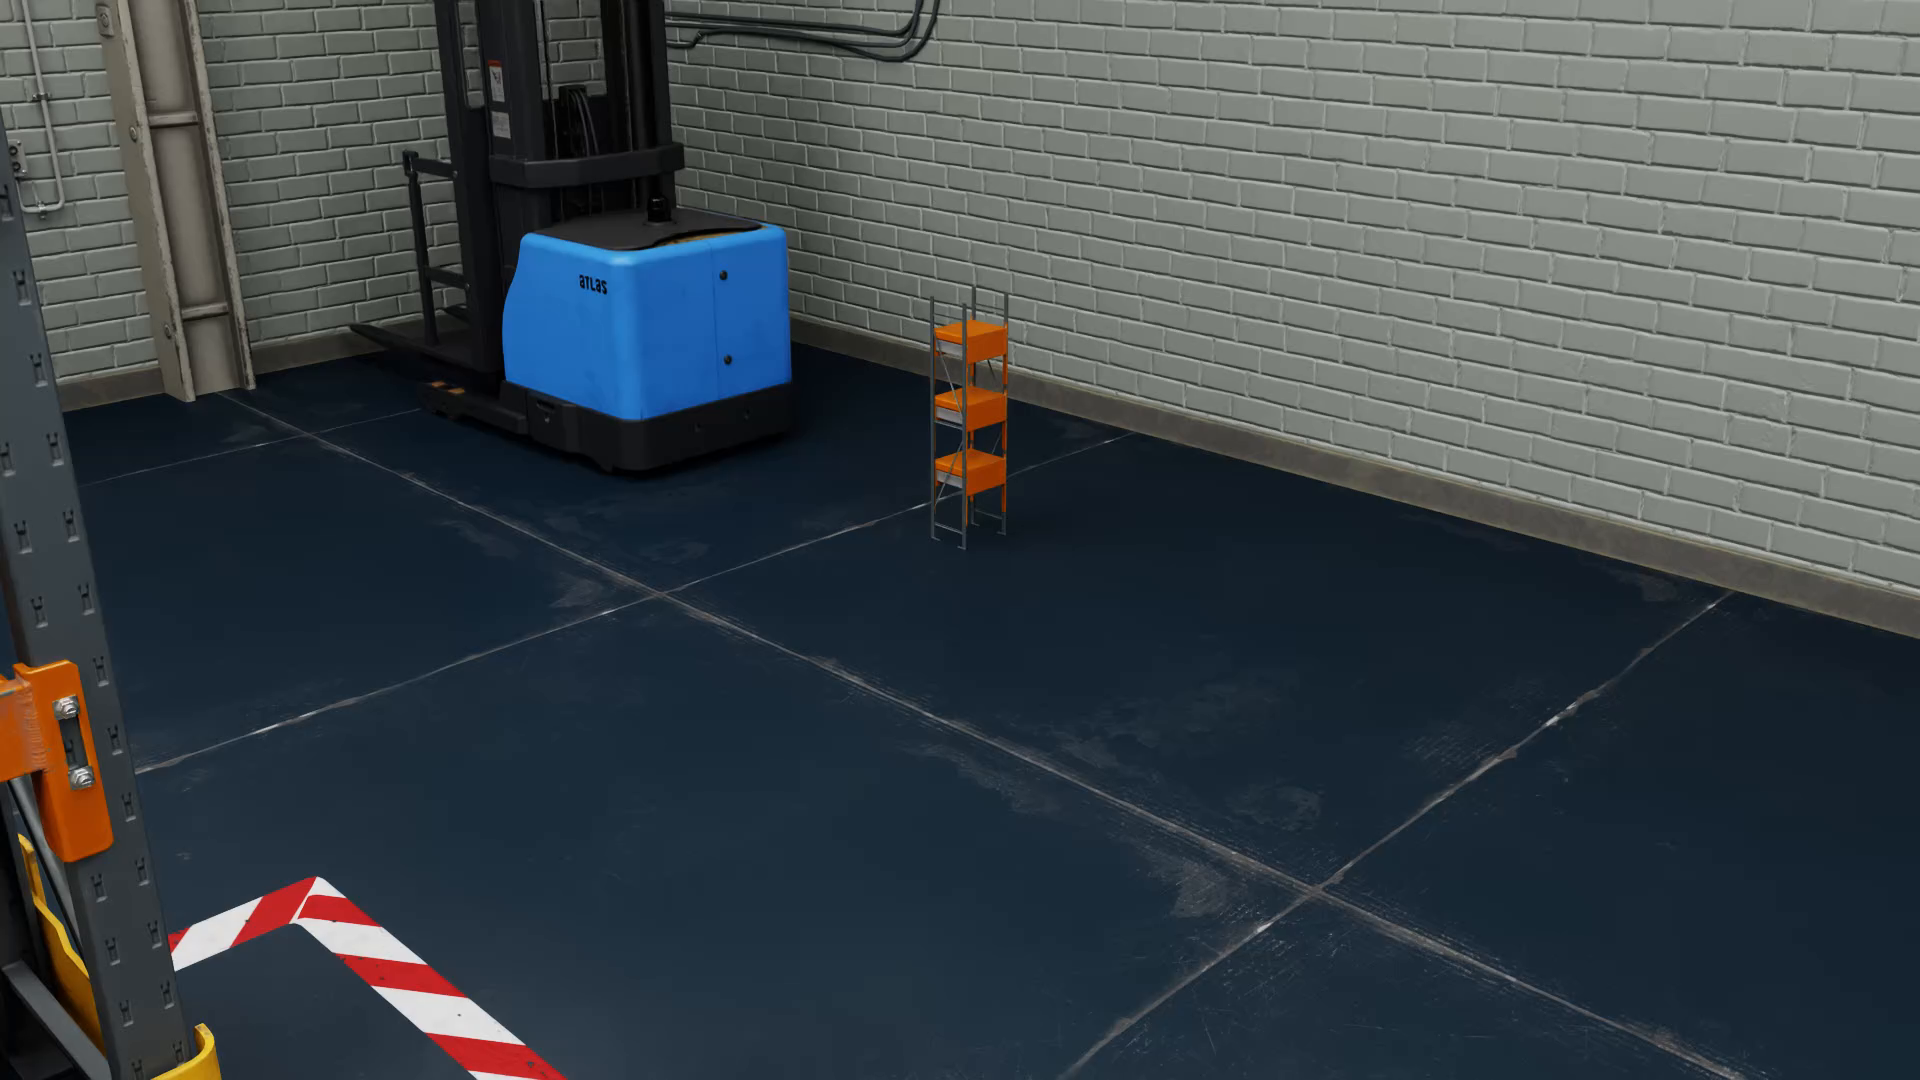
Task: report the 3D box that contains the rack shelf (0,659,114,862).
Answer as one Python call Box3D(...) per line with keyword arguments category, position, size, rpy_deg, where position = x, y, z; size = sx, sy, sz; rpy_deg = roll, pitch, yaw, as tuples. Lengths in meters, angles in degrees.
Box3D(category="rack shelf", position=(-3.277, 0.763, 1.911), size=(1.077, 0.370, 4.000), rpy_deg=(19, 28, 41))

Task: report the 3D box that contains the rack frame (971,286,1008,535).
Box3D(category="rack frame", position=(0.122, -0.535, 7.004), size=(0.200, 1.050, 0.008), rpy_deg=(19, 28, 41))

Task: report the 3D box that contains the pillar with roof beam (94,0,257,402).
Box3D(category="pillar with roof beam", position=(-1.085, -3.959, 4.833), size=(9.100, 9.000, 0.400), rpy_deg=(19, 28, 41))

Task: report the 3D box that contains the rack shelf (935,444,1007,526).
Box3D(category="rack shelf", position=(0.037, -0.234, 7.026), size=(0.215, 0.259, 0.240), rpy_deg=(19, 28, 41))

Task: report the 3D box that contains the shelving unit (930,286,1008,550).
Box3D(category="shelving unit", position=(0.037, -0.504, 6.922), size=(0.215, 1.050, 0.252), rpy_deg=(19, 28, 41))

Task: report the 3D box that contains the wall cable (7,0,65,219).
Box3D(category="wall cable", position=(-5.218, -2.366, 7.633), size=(0.084, 1.984, 1.851), rpy_deg=(19, 28, 41))

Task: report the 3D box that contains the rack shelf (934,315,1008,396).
Box3D(category="rack shelf", position=(0.037, -0.759, 6.824), size=(0.215, 0.259, 0.240), rpy_deg=(19, 28, 41))

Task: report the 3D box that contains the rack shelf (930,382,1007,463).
Box3D(category="rack shelf", position=(0.037, -0.494, 6.926), size=(0.215, 0.259, 0.240), rpy_deg=(19, 28, 41))

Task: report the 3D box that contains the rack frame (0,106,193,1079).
Box3D(category="rack frame", position=(-1.882, -0.087, 3.120), size=(1.000, 3.000, 0.127), rpy_deg=(19, 28, 41))

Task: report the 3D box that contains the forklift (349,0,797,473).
Box3D(category="forklift", position=(-2.235, -2.117, 8.496), size=(3.031, 2.935, 1.130), rpy_deg=(19, 28, 40))

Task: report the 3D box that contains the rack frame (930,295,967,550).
Box3D(category="rack frame", position=(-0.048, -0.472, 6.840), size=(0.200, 1.050, 0.008), rpy_deg=(19, 28, 41))

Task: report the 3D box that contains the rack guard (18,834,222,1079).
Box3D(category="rack guard", position=(-1.935, 1.099, 3.518), size=(1.175, 0.500, 0.348), rpy_deg=(19, 28, 41))

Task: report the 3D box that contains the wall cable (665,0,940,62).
Box3D(category="wall cable", position=(-1.232, -4.041, 9.374), size=(3.097, 2.526, 0.112), rpy_deg=(19, 28, 41))
